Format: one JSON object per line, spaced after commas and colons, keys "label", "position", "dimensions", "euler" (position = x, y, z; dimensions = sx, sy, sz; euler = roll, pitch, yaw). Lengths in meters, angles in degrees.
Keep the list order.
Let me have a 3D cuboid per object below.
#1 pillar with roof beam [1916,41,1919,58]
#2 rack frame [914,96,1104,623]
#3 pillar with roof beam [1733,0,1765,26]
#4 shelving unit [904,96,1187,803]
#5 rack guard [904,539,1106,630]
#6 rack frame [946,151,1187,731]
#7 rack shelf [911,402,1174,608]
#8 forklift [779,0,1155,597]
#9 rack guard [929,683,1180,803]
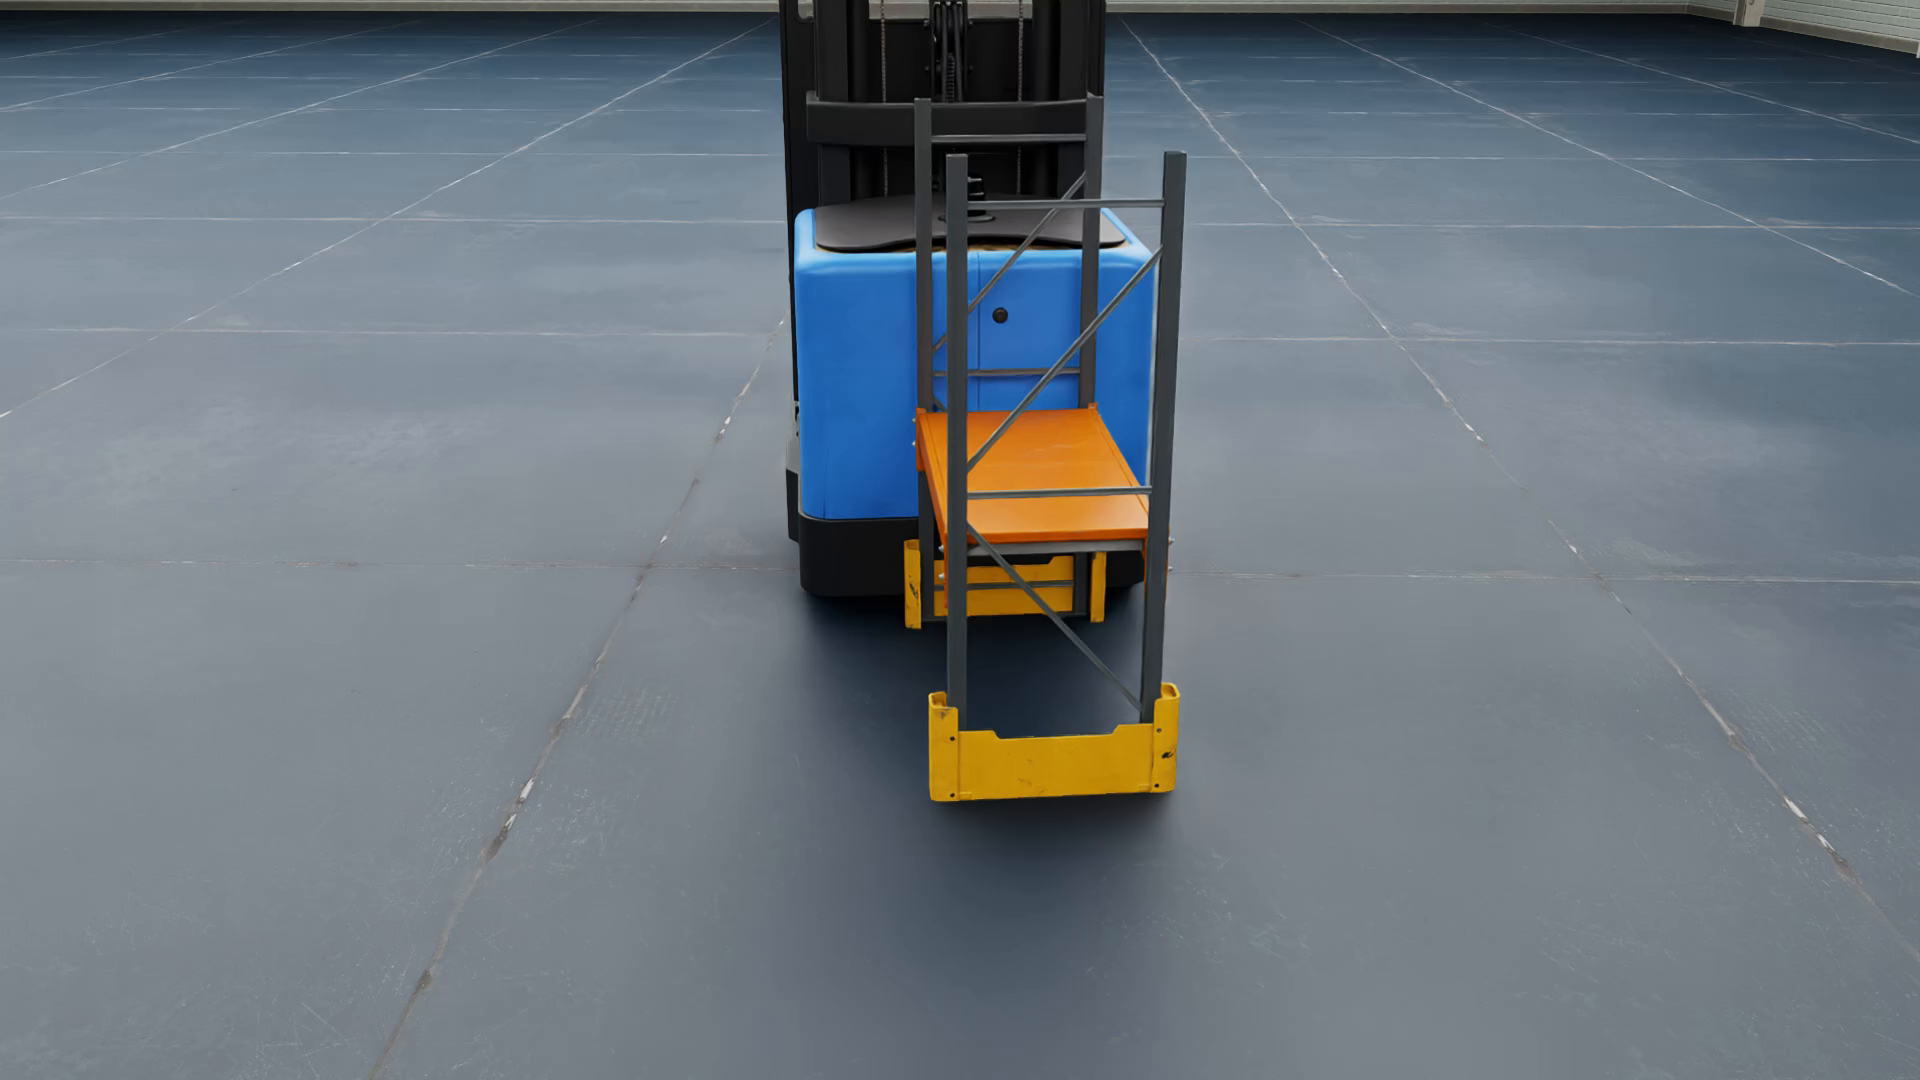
{"label": "pillar with roof beam", "position": [8.430, -10.518, 20.197], "dimensions": [9.100, 9.000, 0.400], "euler": [1, 21, 2]}
{"label": "rack frame", "position": [0.130, -0.468, 4.662], "dimensions": [0.500, 1.500, 0.032], "euler": [-2, 21, -5]}
{"label": "pillar with roof beam", "position": [8.613, -12.688, 25.788], "dimensions": [9.100, 9.000, 0.400], "euler": [1, 21, 2]}
{"label": "shelving unit", "position": [0.177, -0.282, 4.182], "dimensions": [0.587, 1.500, 1.083], "euler": [-2, 21, -5]}
{"label": "rack guard", "position": [0.132, 0.122, 4.870], "dimensions": [0.587, 0.250, 0.087], "euler": [-2, 21, -5]}
{"label": "rack frame", "position": [0.221, -0.102, 3.718], "dimensions": [0.500, 1.500, 0.032], "euler": [-2, 21, -5]}
{"label": "rack shelf", "position": [0.176, -0.117, 4.255], "dimensions": [0.538, 0.185, 1.000], "euler": [-2, 21, -5]}
{"label": "forklift", "position": [-0.080, -1.690, 5.832], "dimensions": [1.130, 2.935, 3.031], "euler": [-2, 21, -5]}
{"label": "rack guard", "position": [0.221, 0.480, 3.945], "dimensions": [0.587, 0.250, 0.087], "euler": [-2, 21, -5]}
